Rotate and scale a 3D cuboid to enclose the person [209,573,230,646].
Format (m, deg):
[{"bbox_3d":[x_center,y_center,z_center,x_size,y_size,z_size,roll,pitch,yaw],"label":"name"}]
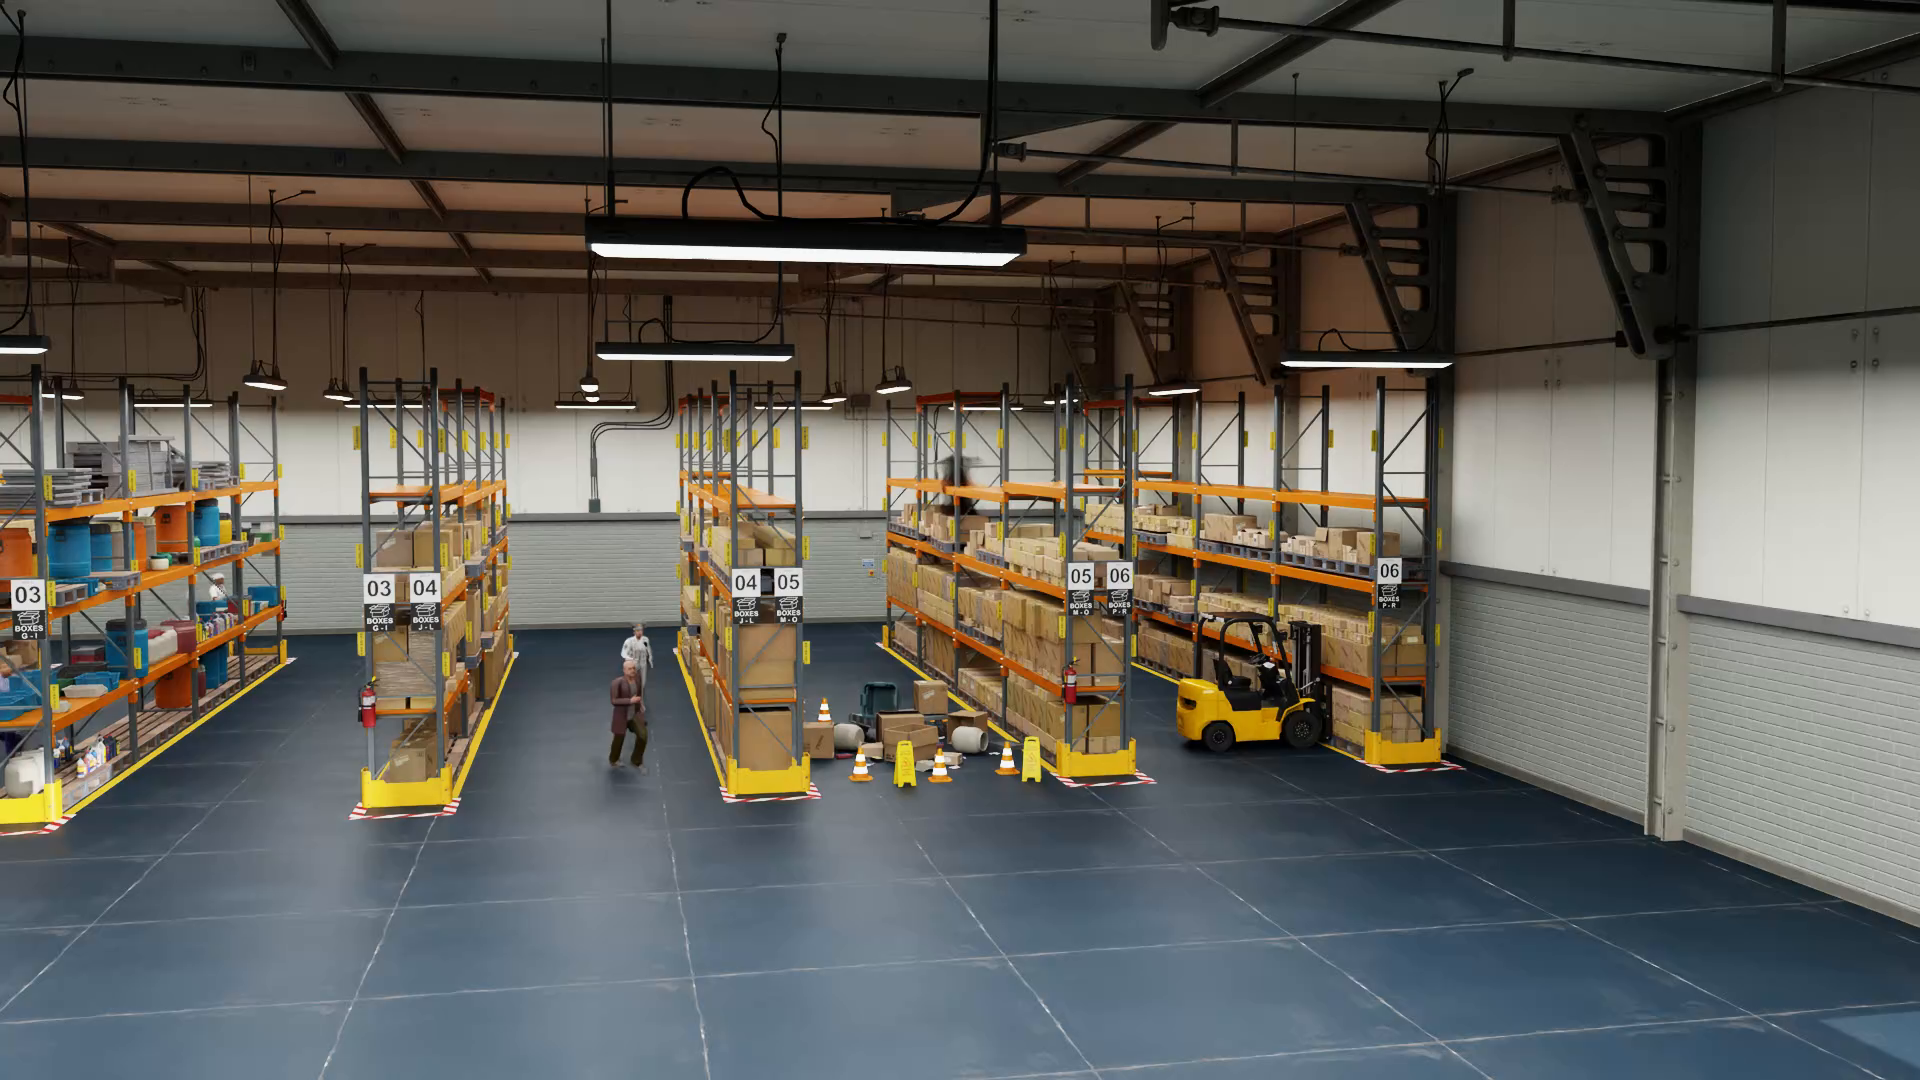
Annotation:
[{"bbox_3d":[-18.033,1.715,40.451,0.851,1.824,0.671,0,3,6],"label":"person"}]

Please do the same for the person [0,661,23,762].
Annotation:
[{"bbox_3d":[-14.907,2.668,26.094,0.601,1.593,0.538,0,3,-2],"label":"person"}]

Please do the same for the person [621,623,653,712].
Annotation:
[{"bbox_3d":[-6.036,2.344,31.000,0.612,1.648,0.746,-2,4,-25],"label":"person"}]

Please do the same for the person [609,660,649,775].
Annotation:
[{"bbox_3d":[-5.002,2.648,24.916,0.625,1.732,1.037,-2,4,-34],"label":"person"}]
